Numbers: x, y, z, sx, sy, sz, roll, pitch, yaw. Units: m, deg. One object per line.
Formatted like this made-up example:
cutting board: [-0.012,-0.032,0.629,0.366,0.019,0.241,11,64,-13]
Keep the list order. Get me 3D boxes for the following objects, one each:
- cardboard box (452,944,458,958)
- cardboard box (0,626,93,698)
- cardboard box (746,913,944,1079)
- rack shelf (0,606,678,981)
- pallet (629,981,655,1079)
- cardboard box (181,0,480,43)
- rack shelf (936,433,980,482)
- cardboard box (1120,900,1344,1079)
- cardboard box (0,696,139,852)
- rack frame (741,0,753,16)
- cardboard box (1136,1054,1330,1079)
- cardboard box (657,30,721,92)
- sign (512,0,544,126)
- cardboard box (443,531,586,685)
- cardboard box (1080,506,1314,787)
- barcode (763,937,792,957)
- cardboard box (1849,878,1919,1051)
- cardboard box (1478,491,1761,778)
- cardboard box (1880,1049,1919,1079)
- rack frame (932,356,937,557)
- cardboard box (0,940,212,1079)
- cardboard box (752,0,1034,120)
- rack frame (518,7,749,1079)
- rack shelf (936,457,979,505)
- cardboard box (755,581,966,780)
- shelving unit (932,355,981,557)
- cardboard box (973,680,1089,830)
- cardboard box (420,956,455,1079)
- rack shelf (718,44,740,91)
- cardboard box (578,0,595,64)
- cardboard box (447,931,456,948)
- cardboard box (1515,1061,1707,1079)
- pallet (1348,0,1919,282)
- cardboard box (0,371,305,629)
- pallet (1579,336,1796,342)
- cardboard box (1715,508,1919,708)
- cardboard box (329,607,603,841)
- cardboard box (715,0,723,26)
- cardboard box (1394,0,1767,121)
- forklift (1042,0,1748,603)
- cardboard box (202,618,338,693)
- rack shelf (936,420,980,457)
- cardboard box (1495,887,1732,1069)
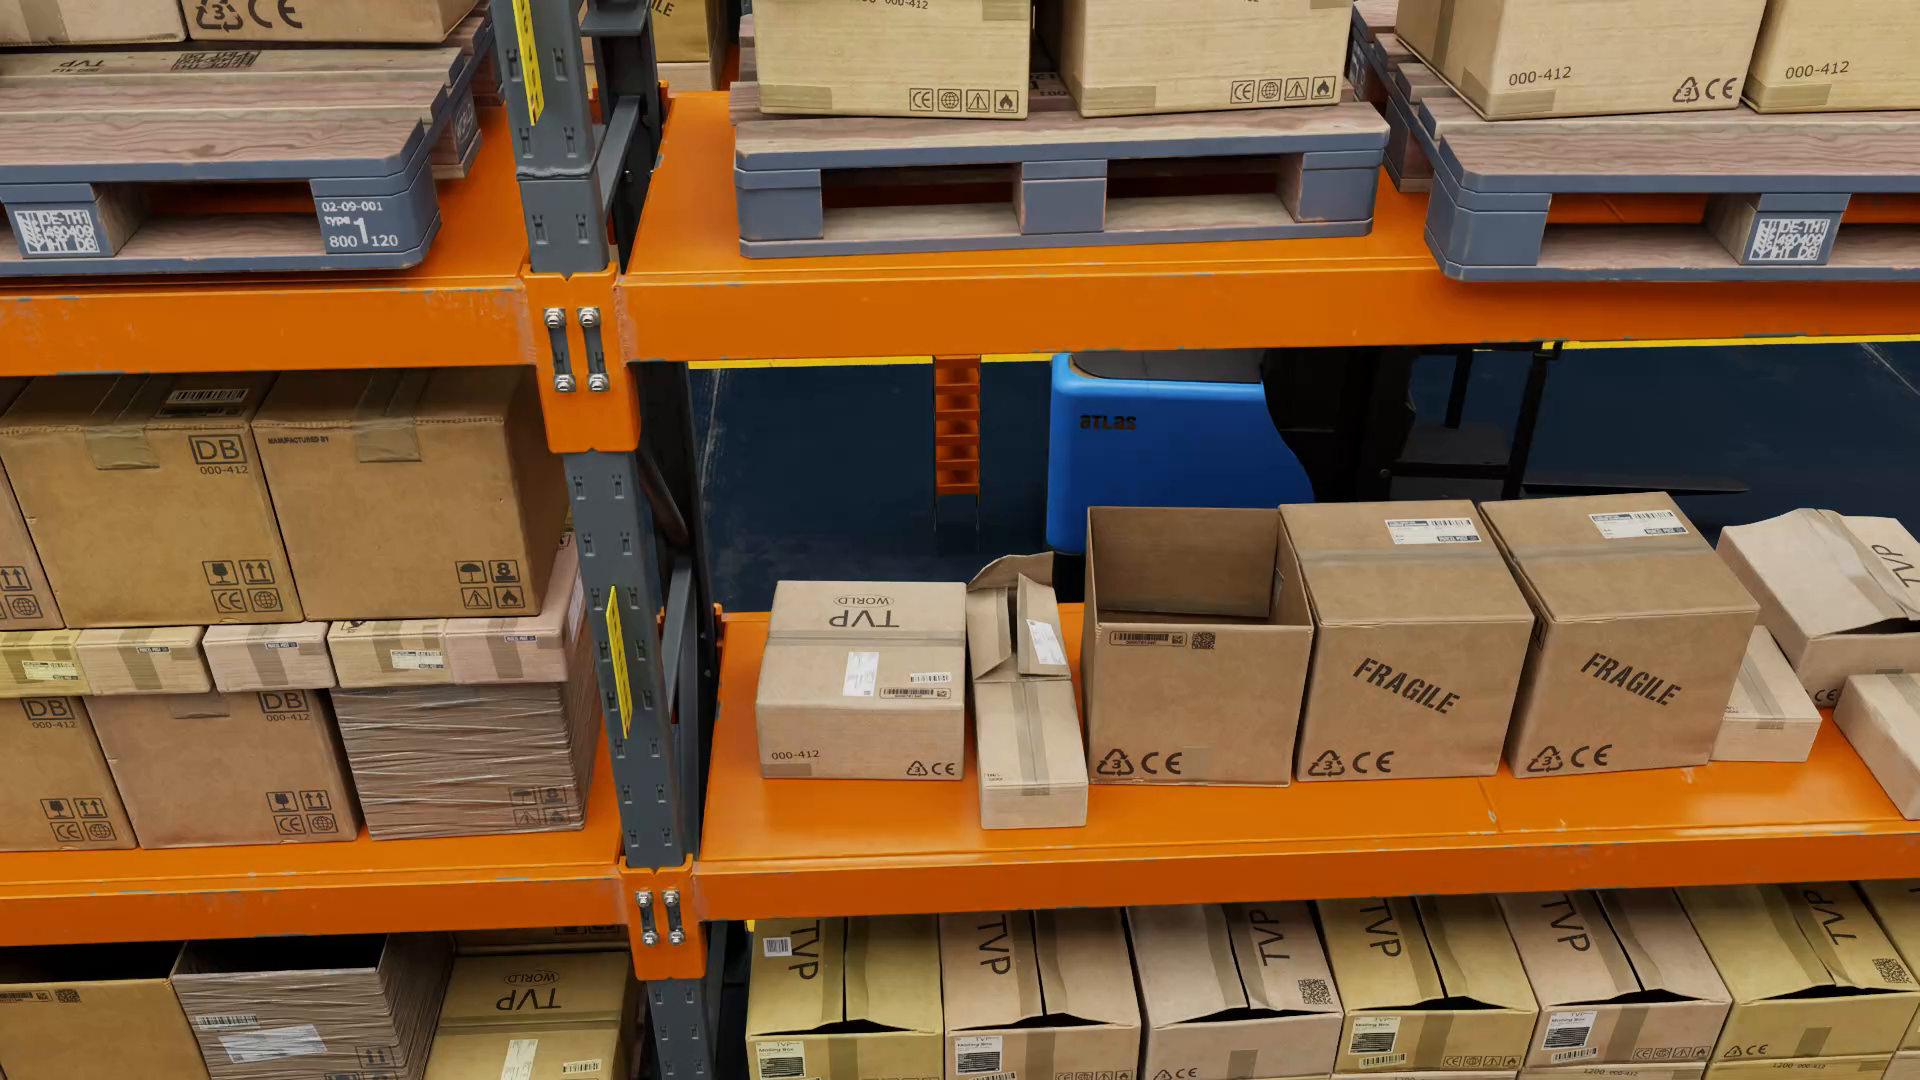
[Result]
cardboard box: [-1.704,1.136,5.021,0.500,0.250,0.500,-2,35,-2]
cardboard box: [-2.005,0.174,3.704,0.250,0.149,0.380,-2,35,-2]
cardboard box: [-0.302,1.185,4.457,0.500,0.311,0.500,-1,35,-2]
rack shelf: [-2.725,0.677,4.269,4.000,0.370,1.077,-2,35,-2]
pallet: [-1.523,1.471,4.939,1.213,0.211,1.003,-2,35,-2]
cardboard box: [-1.243,-1.314,3.297,0.500,0.500,0.500,1,35,2]
rack shelf: [-0.014,-0.358,7.002,0.180,0.103,0.258,-2,35,-2]
cardboard box: [0.715,1.160,4.493,0.500,0.311,0.500,-3,35,-4]
cardboard box: [-2.198,0.330,4.049,0.500,0.500,0.700,-1,35,-2]
rack frame: [-0.965,-2.489,8.210,0.127,3.000,1.000,-2,35,-2]
cardboard box: [0.716,1.386,4.658,0.500,0.250,0.500,-3,35,-4]
cardboard box: [-1.424,-2.250,7.980,0.500,0.250,0.500,-1,35,-2]
sign: [-0.699,-0.836,2.663,0.005,0.325,0.100,-2,35,-2]
cardboard box: [-0.988,0.148,3.742,0.250,0.149,0.380,-2,35,-2]
cardboard box: [0.567,0.260,4.150,0.500,0.500,0.500,1,35,1]
barcode: [-0.452,1.009,4.123,0.075,0.075,0.001,-2,35,-2]
cardboard box: [2.757,1.101,4.578,0.500,0.311,0.500,-1,35,-1]
cardboard box: [1.593,0.232,4.190,0.500,0.500,0.500,-3,35,-5]
cardboard box: [2.755,1.330,4.740,0.500,0.250,0.500,-1,35,-1]
rack frame: [-0.106,-0.491,6.904,0.006,1.200,0.240,-2,35,-2]
cardboard box: [-2.179,1.136,4.361,0.500,0.500,0.500,-2,35,-2]
cardboard box: [-0.111,-1.029,3.228,0.500,0.250,0.500,2,35,3]
rack frame: [-0.727,0.327,4.142,0.127,3.000,1.000,-2,35,-2]
rack shelf: [-0.014,-0.259,7.070,0.180,0.103,0.258,-2,35,-2]
cardboard box: [-0.237,0.350,4.240,0.500,0.250,0.500,1,35,1]
shelving unit: [-0.014,-0.493,6.908,0.189,1.200,0.258,-2,35,-2]
cardboard box: [0.168,0.522,4.080,0.250,0.149,0.380,-2,35,-2]
cardboard box: [-1.680,1.429,4.596,0.500,0.250,0.500,-2,35,-2]
rack shelf: [-2.963,-2.139,8.337,4.000,0.370,1.077,-2,35,-2]
cardboard box: [-1.921,-2.539,7.738,0.500,0.500,0.500,-2,35,-2]
cardboard box: [-1.704,0.829,4.805,0.500,0.500,0.500,-2,35,-2]
cardboard box: [1.737,1.358,4.700,0.500,0.250,0.500,-1,35,-1]
pallet: [1.478,-0.836,3.352,1.213,0.211,1.003,0,35,0]
cardboard box: [-1.674,-0.218,3.701,0.500,0.500,0.700,-2,35,-2]
pallet: [3.821,-1.428,9.129,1.213,0.211,1.003,-2,35,-2]
cardboard box: [2.366,0.170,4.447,0.500,0.311,0.500,-2,35,-3]
cardboard box: [-1.170,0.301,4.091,0.500,0.500,0.700,-2,35,-3]
cardboard box: [-1.444,-2.850,8.187,0.500,0.500,0.500,-2,35,-3]
cardboard box: [1.186,-1.034,3.236,0.500,0.250,0.500,-4,35,-6]
forklift: [1.874,-1.137,6.318,3.031,2.935,1.130,2,35,3]
cardboard box: [-1.497,0.162,3.722,0.250,0.149,0.380,-3,35,-4]
rack shelf: [-0.014,-0.456,6.933,0.180,0.103,0.258,-2,35,-2]
cardboard box: [1.734,1.130,4.535,0.500,0.311,0.500,-2,35,-3]
